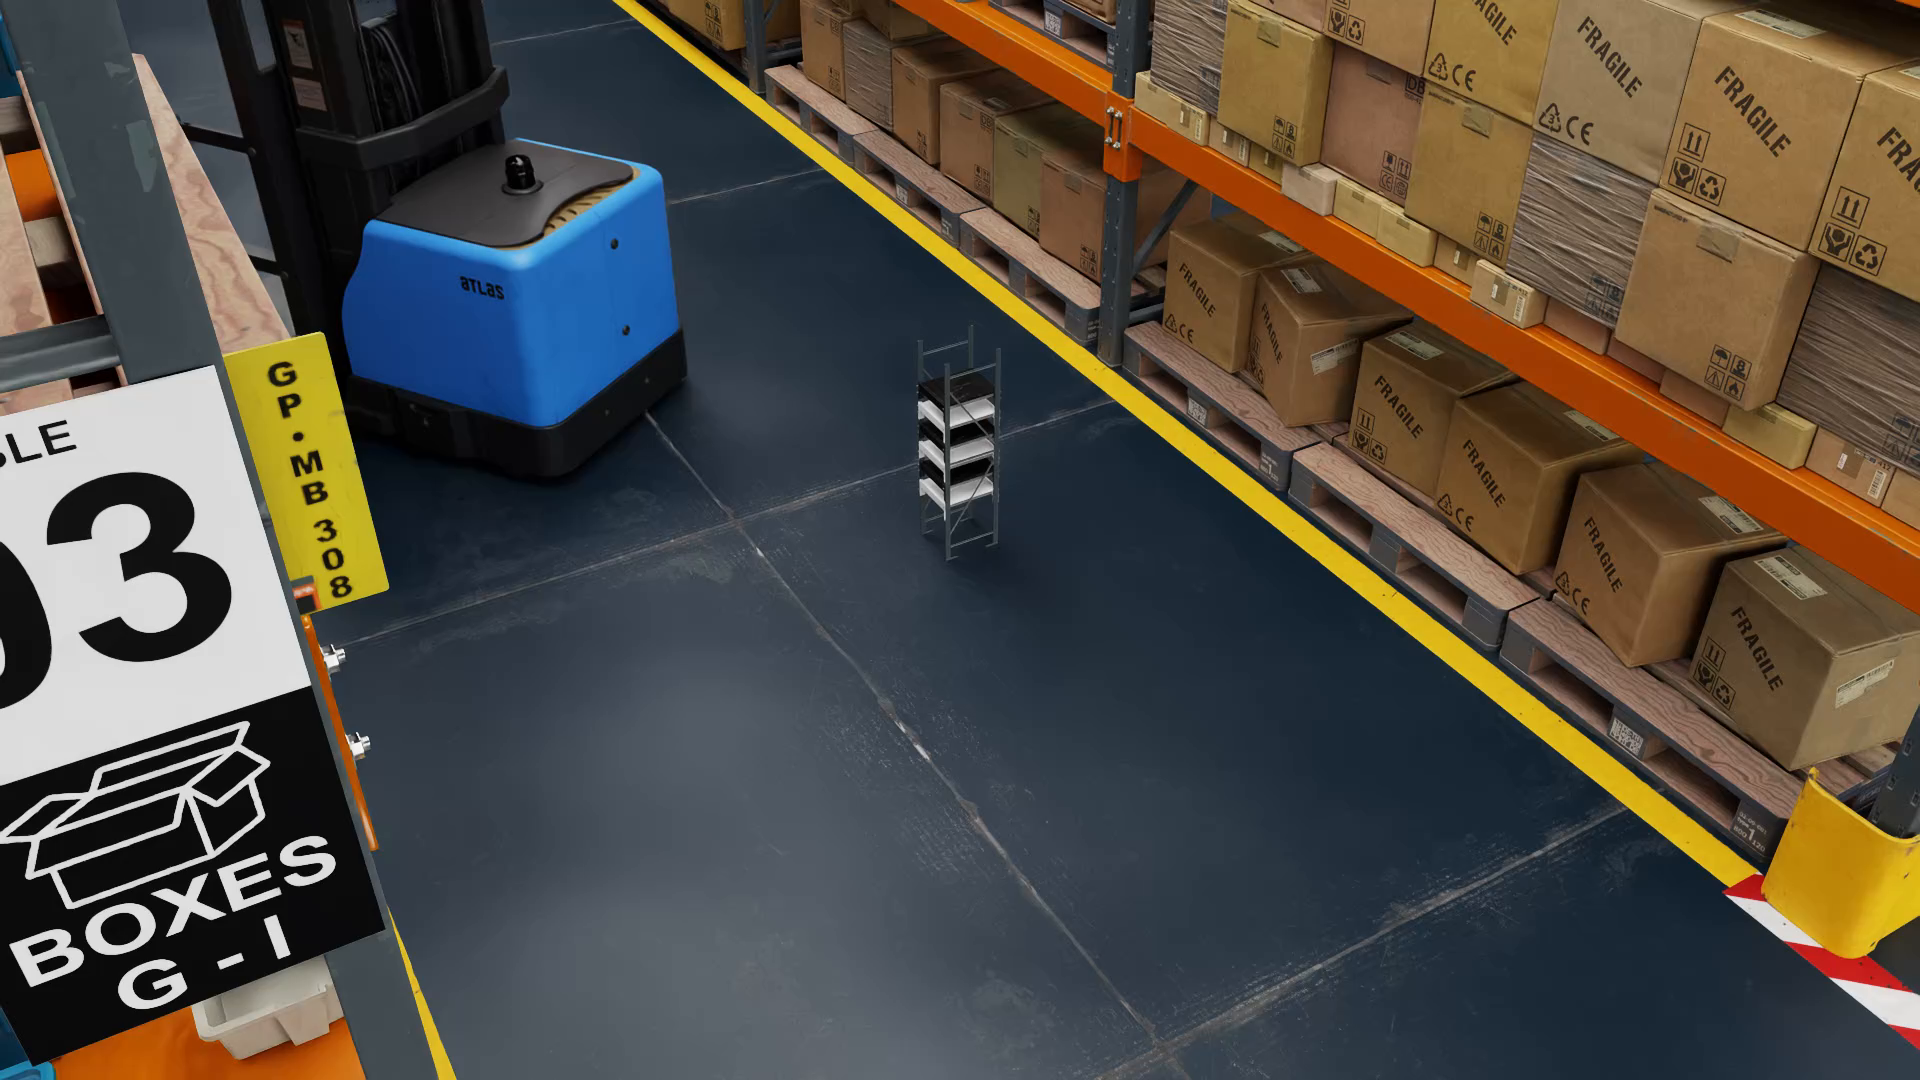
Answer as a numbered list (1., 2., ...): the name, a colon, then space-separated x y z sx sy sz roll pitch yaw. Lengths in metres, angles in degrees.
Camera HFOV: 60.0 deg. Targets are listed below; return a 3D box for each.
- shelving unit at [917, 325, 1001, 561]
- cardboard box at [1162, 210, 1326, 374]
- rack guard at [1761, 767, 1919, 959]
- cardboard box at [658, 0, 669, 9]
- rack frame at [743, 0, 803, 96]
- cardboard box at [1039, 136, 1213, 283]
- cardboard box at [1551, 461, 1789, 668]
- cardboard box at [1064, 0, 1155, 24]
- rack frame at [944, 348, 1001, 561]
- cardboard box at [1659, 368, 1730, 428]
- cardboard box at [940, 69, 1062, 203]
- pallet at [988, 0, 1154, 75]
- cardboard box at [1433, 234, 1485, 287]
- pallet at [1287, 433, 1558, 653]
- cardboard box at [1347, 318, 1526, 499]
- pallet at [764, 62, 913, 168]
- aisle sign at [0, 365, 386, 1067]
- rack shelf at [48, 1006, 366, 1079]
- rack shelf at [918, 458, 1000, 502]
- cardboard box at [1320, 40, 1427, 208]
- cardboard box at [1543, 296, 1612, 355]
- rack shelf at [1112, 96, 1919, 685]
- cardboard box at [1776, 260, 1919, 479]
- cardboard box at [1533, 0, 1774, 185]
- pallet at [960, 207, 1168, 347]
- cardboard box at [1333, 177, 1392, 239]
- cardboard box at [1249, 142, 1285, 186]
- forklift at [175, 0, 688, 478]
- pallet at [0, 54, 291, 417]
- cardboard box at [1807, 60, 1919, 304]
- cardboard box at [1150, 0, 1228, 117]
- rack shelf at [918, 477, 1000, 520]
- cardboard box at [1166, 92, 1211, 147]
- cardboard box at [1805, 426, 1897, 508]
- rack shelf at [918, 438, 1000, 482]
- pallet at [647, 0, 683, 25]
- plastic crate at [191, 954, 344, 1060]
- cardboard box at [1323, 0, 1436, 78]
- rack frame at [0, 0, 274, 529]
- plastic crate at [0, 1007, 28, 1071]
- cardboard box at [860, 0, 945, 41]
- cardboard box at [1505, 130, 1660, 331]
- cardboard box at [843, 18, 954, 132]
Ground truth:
1. shelving unit: -0.004 -0.368 6.490 0.258 0.900 0.210 -19 40 -24
2. cardboard box: 1.281 -1.139 7.529 0.500 0.500 0.500 -20 41 -25
3. rack guard: 3.086 0.816 5.209 1.175 0.500 0.348 -19 40 -24
4. cardboard box: -1.665 -4.361 11.623 1.225 0.875 0.875 -19 40 -24
5. rack frame: -0.895 -4.234 10.004 1.000 3.000 0.127 -19 40 -24
6. cardboard box: 0.824 -1.682 8.256 0.700 0.500 0.500 -22 42 -27
7. cardboard box: 2.495 0.067 5.878 0.500 0.500 0.500 -9 37 -12
8. cardboard box: 0.836 -3.053 7.522 1.000 1.000 1.000 -19 40 -24
9. rack frame: 0.047 -0.316 6.419 0.240 0.900 0.006 -19 40 -24
10. cardboard box: 2.395 -0.509 5.117 0.380 0.149 0.250 -19 40 -24
11. cardboard box: 0.320 -2.216 8.987 0.700 0.500 0.500 -23 42 -28
12. pallet: 0.856 -2.550 7.861 1.003 0.211 1.213 -19 40 -24
13. cardboard box: 1.892 -1.019 5.815 0.380 0.149 0.250 -19 40 -24
14. pallet: 2.099 -0.113 6.726 1.003 0.211 1.213 -19 40 -24
15. cardboard box: 1.955 -0.556 6.731 0.500 0.500 0.500 -23 42 -28
16. pallet: -0.504 -2.709 10.280 1.003 0.211 1.213 -19 40 -24
17. aisle sign: -0.869 0.213 1.711 0.394 0.787 0.004 -19 40 -24
18. rack shelf: -2.163 0.584 4.018 1.077 0.370 4.000 -19 40 -24
19. rack shelf: -0.004 -0.268 6.563 0.258 0.077 0.200 -19 40 -24
20. cardboard box: 1.846 -1.617 6.083 0.875 0.500 0.500 -19 40 -24
21. cardboard box: 2.160 -0.770 5.474 0.380 0.149 0.250 -19 40 -24
22. rack shelf: 2.119 -0.884 6.027 1.077 0.370 4.000 -19 40 -24
23. cardboard box: 2.871 -0.604 4.696 0.875 0.500 0.500 -19 40 -24
24. cardboard box: 2.129 -1.435 4.987 0.500 0.500 0.500 -19 40 -24
25. pallet: 0.722 -1.465 8.577 1.003 0.211 1.213 -19 40 -24
26. cardboard box: 1.611 -1.264 6.150 0.380 0.149 0.250 -19 40 -24
27. cardboard box: 1.360 -1.519 6.499 0.380 0.149 0.250 -19 40 -24
28. forklift: -2.815 -2.036 7.052 3.031 2.935 1.130 16 39 21
29. pallet: -1.490 -0.273 2.197 1.003 0.211 1.213 -19 40 -24
30. cardboard box: 2.634 -0.926 4.290 0.500 0.500 0.500 -19 40 -24
31. cardboard box: 1.287 -2.107 6.755 0.875 0.500 0.500 -19 40 -24
32. rack shelf: -0.004 -0.195 6.616 0.258 0.077 0.200 -19 40 -24
33. cardboard box: 1.077 -1.763 6.833 0.380 0.149 0.250 -19 40 -24
34. cardboard box: 2.677 -0.265 4.783 0.380 0.149 0.250 -19 40 -24
35. rack shelf: -0.004 -0.341 6.510 0.258 0.077 0.200 -19 40 -24
36. pallet: -1.835 -4.154 12.259 1.003 0.211 1.213 -19 40 -24
37. plastic crate: -1.330 0.868 3.242 0.298 0.136 0.250 -19 40 -24
38. cardboard box: 1.624 -1.944 5.684 0.500 0.500 0.500 -19 40 -24
39. rack frame: -1.159 -1.110 0.640 1.000 3.000 0.127 -19 40 -24
40. plastic crate: -1.990 0.874 3.137 0.499 0.251 0.408 -19 40 -24
41. cardboard box: -0.258 -3.105 9.569 0.500 0.250 0.500 -14 39 -19
42. cardboard box: 2.302 -1.091 5.363 0.875 0.500 0.500 -19 40 -24
43. cardboard box: -0.252 -2.788 9.770 0.700 0.500 0.500 -22 42 -28
